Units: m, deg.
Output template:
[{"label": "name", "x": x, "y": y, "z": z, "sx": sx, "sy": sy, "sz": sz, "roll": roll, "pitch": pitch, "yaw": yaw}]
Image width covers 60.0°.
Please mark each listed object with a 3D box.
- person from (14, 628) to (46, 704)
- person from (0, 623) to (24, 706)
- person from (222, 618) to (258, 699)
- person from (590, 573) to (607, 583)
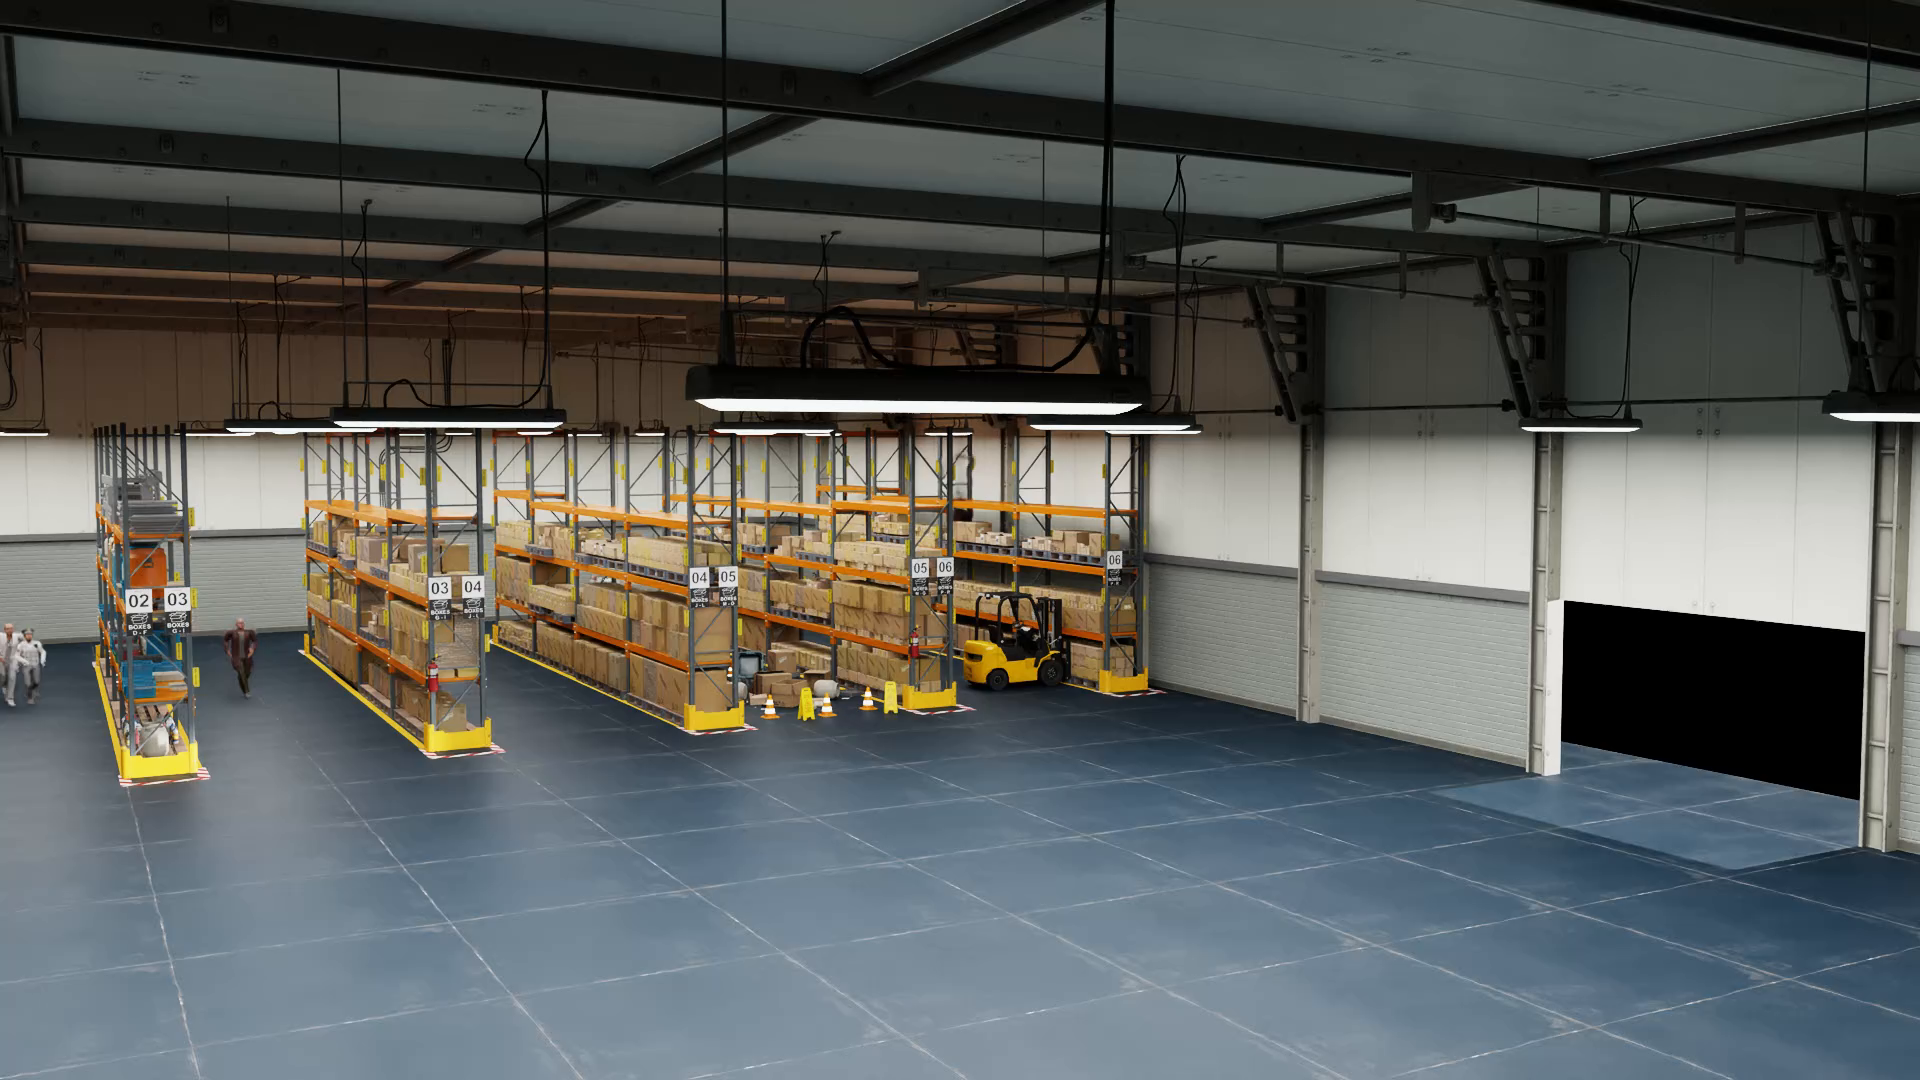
[{"label": "person", "x": -20.099, "y": 2.724, "z": 35.972, "sx": 0.611, "sy": 1.644, "sz": 0.562, "roll": -2, "pitch": 4, "yaw": -35}, {"label": "person", "x": -20.678, "y": 2.679, "z": 36.096, "sx": 0.713, "sy": 1.779, "sz": 1.133, "roll": -2, "pitch": 4, "yaw": -35}, {"label": "person", "x": -16.006, "y": 2.615, "z": 37.011, "sx": 0.736, "sy": 1.765, "sz": 0.945, "roll": -2, "pitch": 4, "yaw": -33}, {"label": "person", "x": -10.970, "y": 1.794, "z": 50.720, "sx": 0.664, "sy": 1.784, "sz": 1.099, "roll": 3, "pitch": 5, "yaw": 41}]
